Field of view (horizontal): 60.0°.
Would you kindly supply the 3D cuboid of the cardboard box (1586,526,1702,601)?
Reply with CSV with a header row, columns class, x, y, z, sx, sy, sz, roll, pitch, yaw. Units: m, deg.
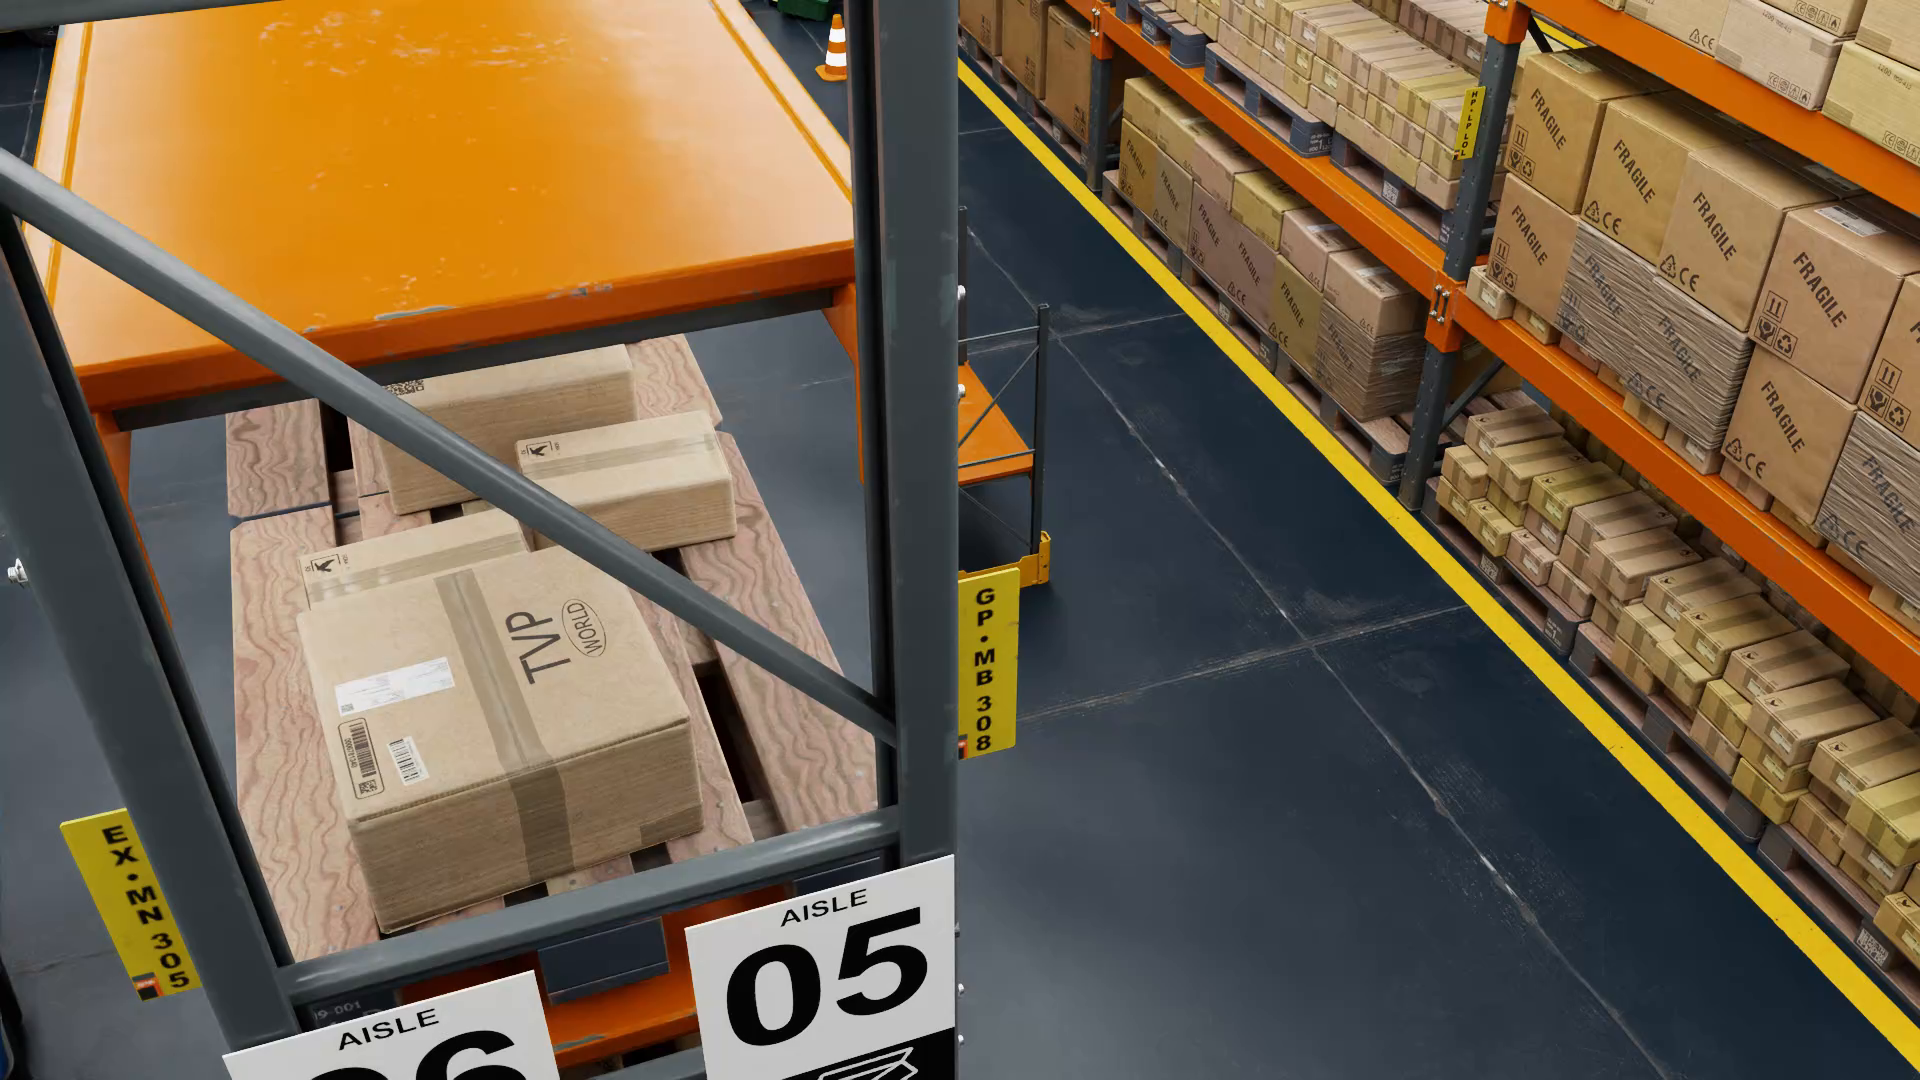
class,x,y,z,sx,sy,sz,roll,pitch,yaw
cardboard box,2.964,0.101,7.209,0.380,0.149,0.250,-12,39,-15

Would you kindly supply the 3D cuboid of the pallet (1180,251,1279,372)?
class,x,y,z,sx,sy,sz,roll,pitch,yaw
pallet,2.053,-1.490,10.113,1.003,0.211,1.213,-12,39,-16

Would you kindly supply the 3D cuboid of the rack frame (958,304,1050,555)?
class,x,y,z,sx,sy,sz,roll,pitch,yaw
rack frame,0.146,-0.360,7.542,0.500,1.500,0.032,-12,39,-16

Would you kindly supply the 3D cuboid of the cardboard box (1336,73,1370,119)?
class,x,y,z,sx,sy,sz,roll,pitch,yaw
cardboard box,2.150,-2.287,8.466,0.380,0.149,0.250,-14,39,-17

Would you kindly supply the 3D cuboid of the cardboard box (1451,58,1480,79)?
class,x,y,z,sx,sy,sz,roll,pitch,yaw
cardboard box,2.771,-2.416,8.638,0.380,0.149,0.250,-14,39,-18

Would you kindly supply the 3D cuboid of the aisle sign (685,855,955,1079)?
class,x,y,z,sx,sy,sz,roll,pitch,yaw
aisle sign,-0.194,0.810,2.581,0.394,0.787,0.004,-12,39,-16

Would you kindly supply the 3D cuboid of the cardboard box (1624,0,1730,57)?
class,x,y,z,sx,sy,sz,roll,pitch,yaw
cardboard box,2.838,-2.015,6.124,0.500,0.250,0.500,-13,39,-17

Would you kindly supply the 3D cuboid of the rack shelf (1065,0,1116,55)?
class,x,y,z,sx,sy,sz,roll,pitch,yaw
rack shelf,0.681,-4.576,12.490,1.077,0.370,4.000,-12,39,-16

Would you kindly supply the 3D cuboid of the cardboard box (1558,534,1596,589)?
class,x,y,z,sx,sy,sz,roll,pitch,yaw
cardboard box,2.949,0.057,7.515,0.380,0.149,0.250,-14,39,-18

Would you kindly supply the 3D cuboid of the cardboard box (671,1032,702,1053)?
class,x,y,z,sx,sy,sz,roll,pitch,yaw
cardboard box,-0.353,0.912,3.154,0.380,0.149,0.250,-12,39,-15

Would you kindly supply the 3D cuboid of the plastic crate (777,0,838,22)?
class,x,y,z,sx,sy,sz,roll,pitch,yaw
plastic crate,-1.297,-4.720,14.373,0.450,0.188,0.662,14,38,2

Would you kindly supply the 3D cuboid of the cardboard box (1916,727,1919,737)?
class,x,y,z,sx,sy,sz,roll,pitch,yaw
cardboard box,3.923,0.730,6.374,0.380,0.149,0.250,-14,39,-18

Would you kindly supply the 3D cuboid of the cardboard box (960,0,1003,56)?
class,x,y,z,sx,sy,sz,roll,pitch,yaw
cardboard box,0.619,-4.384,13.159,1.050,0.750,0.750,-12,39,-16

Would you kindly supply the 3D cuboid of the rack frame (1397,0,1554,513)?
class,x,y,z,sx,sy,sz,roll,pitch,yaw
rack frame,2.745,-1.474,7.774,1.000,3.000,0.127,-12,39,-16

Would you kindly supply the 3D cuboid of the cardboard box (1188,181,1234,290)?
class,x,y,z,sx,sy,sz,roll,pitch,yaw
cardboard box,1.730,-1.878,10.039,0.500,0.500,0.500,-13,39,-17

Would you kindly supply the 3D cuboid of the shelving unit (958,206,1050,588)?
class,x,y,z,sx,sy,sz,roll,pitch,yaw
shelving unit,-0.026,-0.642,7.916,0.587,1.500,1.083,-12,39,-16

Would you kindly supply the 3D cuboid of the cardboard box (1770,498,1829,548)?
class,x,y,z,sx,sy,sz,roll,pitch,yaw
cardboard box,3.277,-0.132,6.201,0.380,0.149,0.250,-12,39,-15

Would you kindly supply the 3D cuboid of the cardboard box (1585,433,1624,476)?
class,x,y,z,sx,sy,sz,roll,pitch,yaw
cardboard box,3.237,-0.457,7.950,0.380,0.149,0.250,-12,39,-15

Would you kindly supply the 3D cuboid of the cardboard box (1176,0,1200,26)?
class,x,y,z,sx,sy,sz,roll,pitch,yaw
cardboard box,1.519,-3.202,9.928,0.380,0.149,0.250,-11,38,-14

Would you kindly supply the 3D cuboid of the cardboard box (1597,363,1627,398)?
class,x,y,z,sx,sy,sz,roll,pitch,yaw
cardboard box,2.923,-0.721,6.983,0.380,0.149,0.250,-14,39,-18

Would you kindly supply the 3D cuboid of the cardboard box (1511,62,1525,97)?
class,x,y,z,sx,sy,sz,roll,pitch,yaw
cardboard box,2.940,-2.253,8.173,0.380,0.149,0.250,-11,38,-15

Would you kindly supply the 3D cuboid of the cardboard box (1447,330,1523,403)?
class,x,y,z,sx,sy,sz,roll,pitch,yaw
cardboard box,2.740,-1.115,9.027,0.500,0.500,0.500,-11,38,-14

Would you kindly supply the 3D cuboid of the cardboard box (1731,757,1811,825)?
class,x,y,z,sx,sy,sz,roll,pitch,yaw
cardboard box,3.307,0.943,6.585,0.380,0.149,0.250,-14,39,-18

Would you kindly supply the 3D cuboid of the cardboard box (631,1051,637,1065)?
class,x,y,z,sx,sy,sz,roll,pitch,yaw
cardboard box,-0.587,1.217,4.118,0.500,0.500,0.500,-13,39,-17

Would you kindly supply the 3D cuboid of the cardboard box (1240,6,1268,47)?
class,x,y,z,sx,sy,sz,roll,pitch,yaw
cardboard box,1.791,-2.878,9.250,0.380,0.149,0.250,-13,39,-16

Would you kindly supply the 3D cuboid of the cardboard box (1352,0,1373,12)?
class,x,y,z,sx,sy,sz,roll,pitch,yaw
cardboard box,2.412,-3.007,9.421,0.380,0.149,0.250,-11,38,-15

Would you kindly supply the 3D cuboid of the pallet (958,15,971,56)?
class,x,y,z,sx,sy,sz,roll,pitch,yaw
pallet,0.329,-4.459,14.055,1.003,0.211,1.213,-12,39,-16

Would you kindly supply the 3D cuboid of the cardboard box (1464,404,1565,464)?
class,x,y,z,sx,sy,sz,roll,pitch,yaw
cardboard box,2.669,-0.503,8.011,0.380,0.149,0.250,-11,38,-14

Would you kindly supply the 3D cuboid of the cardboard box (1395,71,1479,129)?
class,x,y,z,sx,sy,sz,roll,pitch,yaw
cardboard box,2.331,-2.117,7.993,0.380,0.149,0.250,-14,39,-17

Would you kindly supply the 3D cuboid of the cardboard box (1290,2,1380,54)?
class,x,y,z,sx,sy,sz,roll,pitch,yaw
cardboard box,1.976,-2.702,8.769,0.380,0.149,0.250,-14,39,-18

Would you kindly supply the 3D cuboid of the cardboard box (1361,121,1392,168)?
class,x,y,z,sx,sy,sz,roll,pitch,yaw
cardboard box,2.249,-2.012,8.349,0.380,0.149,0.250,-13,39,-16

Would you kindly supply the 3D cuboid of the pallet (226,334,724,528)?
class,x,y,z,sx,sy,sz,roll,pitch,yaw
pallet,-1.180,-0.402,3.932,1.003,0.211,1.213,-12,39,-16

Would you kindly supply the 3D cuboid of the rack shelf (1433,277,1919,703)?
class,x,y,z,sx,sy,sz,roll,pitch,yaw
rack shelf,3.434,-0.057,6.490,1.077,0.370,4.000,-12,39,-16

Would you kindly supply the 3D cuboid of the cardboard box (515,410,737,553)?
class,x,y,z,sx,sy,sz,roll,pitch,yaw
cardboard box,-0.650,-0.100,3.233,0.380,0.149,0.250,-11,38,-14

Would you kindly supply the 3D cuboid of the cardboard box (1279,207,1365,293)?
class,x,y,z,sx,sy,sz,roll,pitch,yaw
cardboard box,2.087,-1.604,9.052,0.500,0.250,0.500,-11,38,-14

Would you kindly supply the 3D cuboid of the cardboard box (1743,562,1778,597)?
class,x,y,z,sx,sy,sz,roll,pitch,yaw
cardboard box,3.630,0.128,7.173,0.380,0.149,0.250,-14,39,-18

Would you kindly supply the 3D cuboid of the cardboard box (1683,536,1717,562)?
class,x,y,z,sx,sy,sz,roll,pitch,yaw
cardboard box,3.466,0.090,7.470,0.380,0.149,0.250,-12,38,-15

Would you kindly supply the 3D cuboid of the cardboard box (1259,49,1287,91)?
class,x,y,z,sx,sy,sz,roll,pitch,yaw
cardboard box,1.880,-2.610,9.143,0.380,0.149,0.250,-14,39,-17

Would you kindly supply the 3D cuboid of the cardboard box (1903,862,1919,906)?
class,x,y,z,sx,sy,sz,roll,pitch,yaw
cardboard box,3.633,1.240,5.944,0.380,0.149,0.250,-13,39,-17

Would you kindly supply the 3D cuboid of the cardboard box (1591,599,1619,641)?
class,x,y,z,sx,sy,sz,roll,pitch,yaw
cardboard box,3.055,0.327,7.403,0.380,0.149,0.250,-14,39,-18

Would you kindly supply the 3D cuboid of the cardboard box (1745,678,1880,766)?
class,x,y,z,sx,sy,sz,roll,pitch,yaw
cardboard box,3.287,0.699,6.415,0.380,0.149,0.250,-11,38,-14

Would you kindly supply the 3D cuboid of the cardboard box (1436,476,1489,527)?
class,x,y,z,sx,sy,sz,roll,pitch,yaw
cardboard box,2.569,-0.231,8.144,0.380,0.149,0.250,-14,39,-18

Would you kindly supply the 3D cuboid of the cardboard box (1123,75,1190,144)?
class,x,y,z,sx,sy,sz,roll,pitch,yaw
cardboard box,1.379,-2.763,10.590,0.500,0.250,0.500,-14,39,-18

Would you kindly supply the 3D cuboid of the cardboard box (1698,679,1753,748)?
class,x,y,z,sx,sy,sz,roll,pitch,yaw
cardboard box,3.231,0.667,6.705,0.380,0.149,0.250,-11,38,-14

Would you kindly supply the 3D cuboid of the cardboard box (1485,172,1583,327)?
class,x,y,z,sx,sy,sz,roll,pitch,yaw
cardboard box,2.679,-1.301,7.214,0.500,0.500,0.500,-13,39,-17

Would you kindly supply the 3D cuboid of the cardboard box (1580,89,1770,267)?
class,x,y,z,sx,sy,sz,roll,pitch,yaw
cardboard box,2.865,-1.437,6.564,0.500,0.500,0.500,-14,39,-17

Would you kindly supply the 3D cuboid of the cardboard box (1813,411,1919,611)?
class,x,y,z,sx,sy,sz,roll,pitch,yaw
cardboard box,3.370,-0.150,5.686,0.500,0.500,0.500,-12,39,-16

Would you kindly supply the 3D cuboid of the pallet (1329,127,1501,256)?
class,x,y,z,sx,sy,sz,roll,pitch,yaw
pallet,2.619,-1.859,8.445,1.003,0.211,1.213,-12,39,-16

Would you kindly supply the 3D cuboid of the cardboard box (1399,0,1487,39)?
class,x,y,z,sx,sy,sz,roll,pitch,yaw
cardboard box,2.596,-2.827,8.935,0.380,0.149,0.250,-11,38,-14
